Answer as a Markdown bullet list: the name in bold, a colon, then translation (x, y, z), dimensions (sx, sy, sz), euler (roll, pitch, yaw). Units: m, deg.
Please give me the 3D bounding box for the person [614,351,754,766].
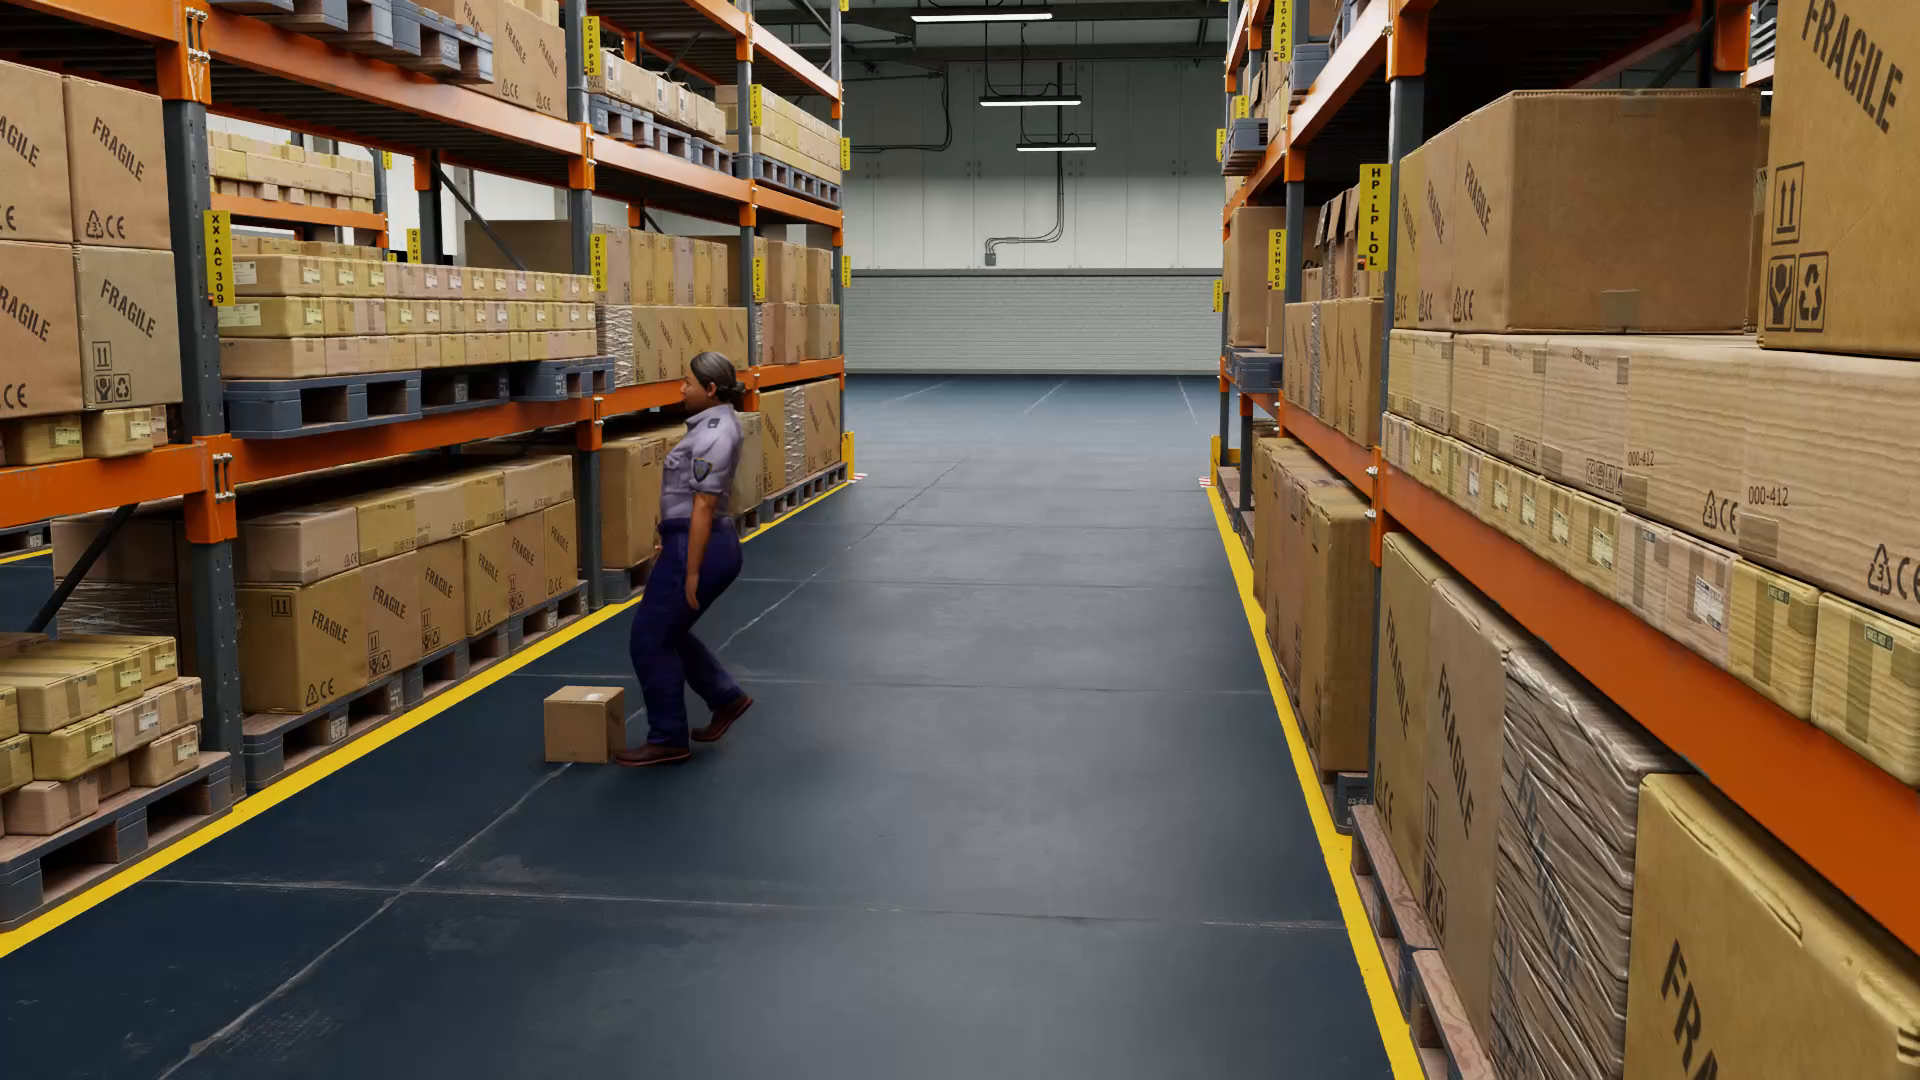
- **person**: translation (-1.089, 0.078, 6.496), dimensions (0.537, 1.598, 0.496), euler (0, 8, 0)
